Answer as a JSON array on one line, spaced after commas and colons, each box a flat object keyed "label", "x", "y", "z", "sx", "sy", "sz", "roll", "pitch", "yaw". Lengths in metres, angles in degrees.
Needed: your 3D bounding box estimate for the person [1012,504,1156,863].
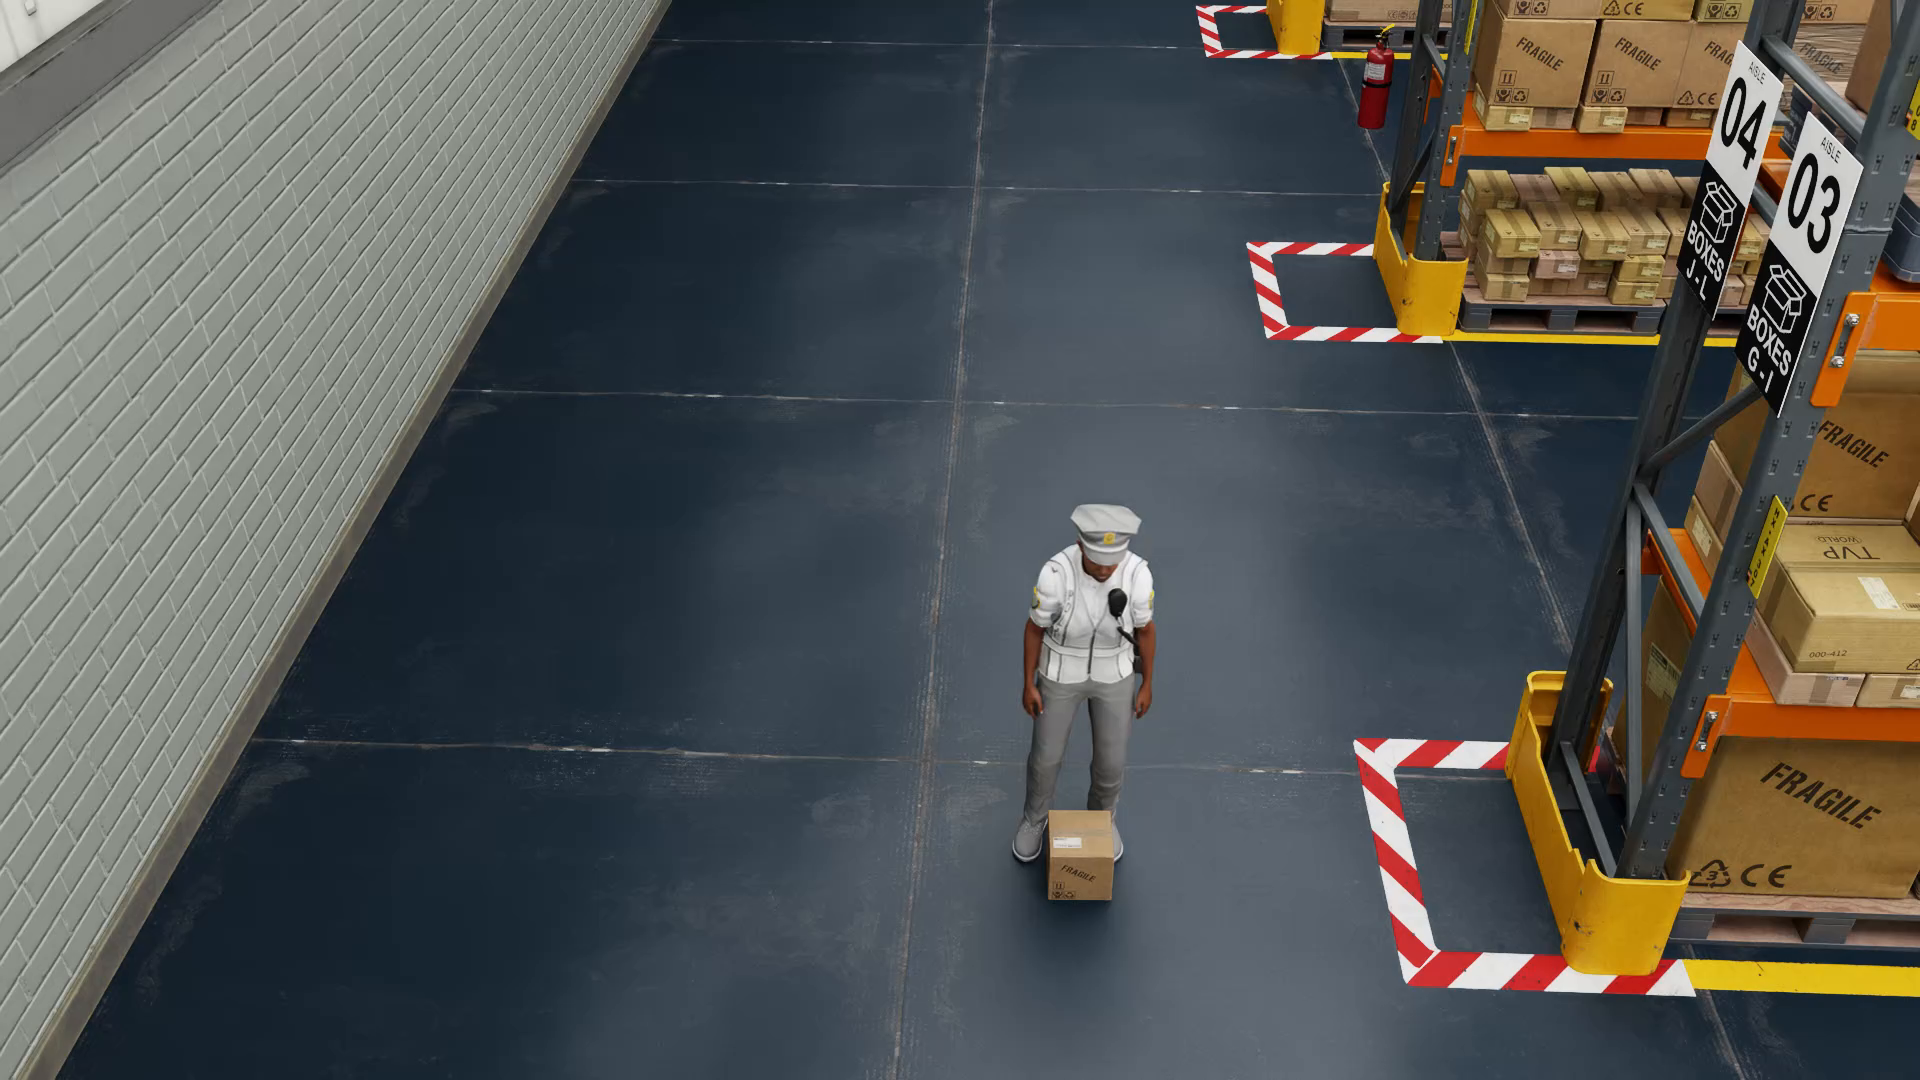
[{"label": "person", "x": 0.477, "y": 0.541, "z": 6.365, "sx": 0.527, "sy": 1.662, "sz": 0.393, "roll": 0, "pitch": 36, "yaw": 0}]
